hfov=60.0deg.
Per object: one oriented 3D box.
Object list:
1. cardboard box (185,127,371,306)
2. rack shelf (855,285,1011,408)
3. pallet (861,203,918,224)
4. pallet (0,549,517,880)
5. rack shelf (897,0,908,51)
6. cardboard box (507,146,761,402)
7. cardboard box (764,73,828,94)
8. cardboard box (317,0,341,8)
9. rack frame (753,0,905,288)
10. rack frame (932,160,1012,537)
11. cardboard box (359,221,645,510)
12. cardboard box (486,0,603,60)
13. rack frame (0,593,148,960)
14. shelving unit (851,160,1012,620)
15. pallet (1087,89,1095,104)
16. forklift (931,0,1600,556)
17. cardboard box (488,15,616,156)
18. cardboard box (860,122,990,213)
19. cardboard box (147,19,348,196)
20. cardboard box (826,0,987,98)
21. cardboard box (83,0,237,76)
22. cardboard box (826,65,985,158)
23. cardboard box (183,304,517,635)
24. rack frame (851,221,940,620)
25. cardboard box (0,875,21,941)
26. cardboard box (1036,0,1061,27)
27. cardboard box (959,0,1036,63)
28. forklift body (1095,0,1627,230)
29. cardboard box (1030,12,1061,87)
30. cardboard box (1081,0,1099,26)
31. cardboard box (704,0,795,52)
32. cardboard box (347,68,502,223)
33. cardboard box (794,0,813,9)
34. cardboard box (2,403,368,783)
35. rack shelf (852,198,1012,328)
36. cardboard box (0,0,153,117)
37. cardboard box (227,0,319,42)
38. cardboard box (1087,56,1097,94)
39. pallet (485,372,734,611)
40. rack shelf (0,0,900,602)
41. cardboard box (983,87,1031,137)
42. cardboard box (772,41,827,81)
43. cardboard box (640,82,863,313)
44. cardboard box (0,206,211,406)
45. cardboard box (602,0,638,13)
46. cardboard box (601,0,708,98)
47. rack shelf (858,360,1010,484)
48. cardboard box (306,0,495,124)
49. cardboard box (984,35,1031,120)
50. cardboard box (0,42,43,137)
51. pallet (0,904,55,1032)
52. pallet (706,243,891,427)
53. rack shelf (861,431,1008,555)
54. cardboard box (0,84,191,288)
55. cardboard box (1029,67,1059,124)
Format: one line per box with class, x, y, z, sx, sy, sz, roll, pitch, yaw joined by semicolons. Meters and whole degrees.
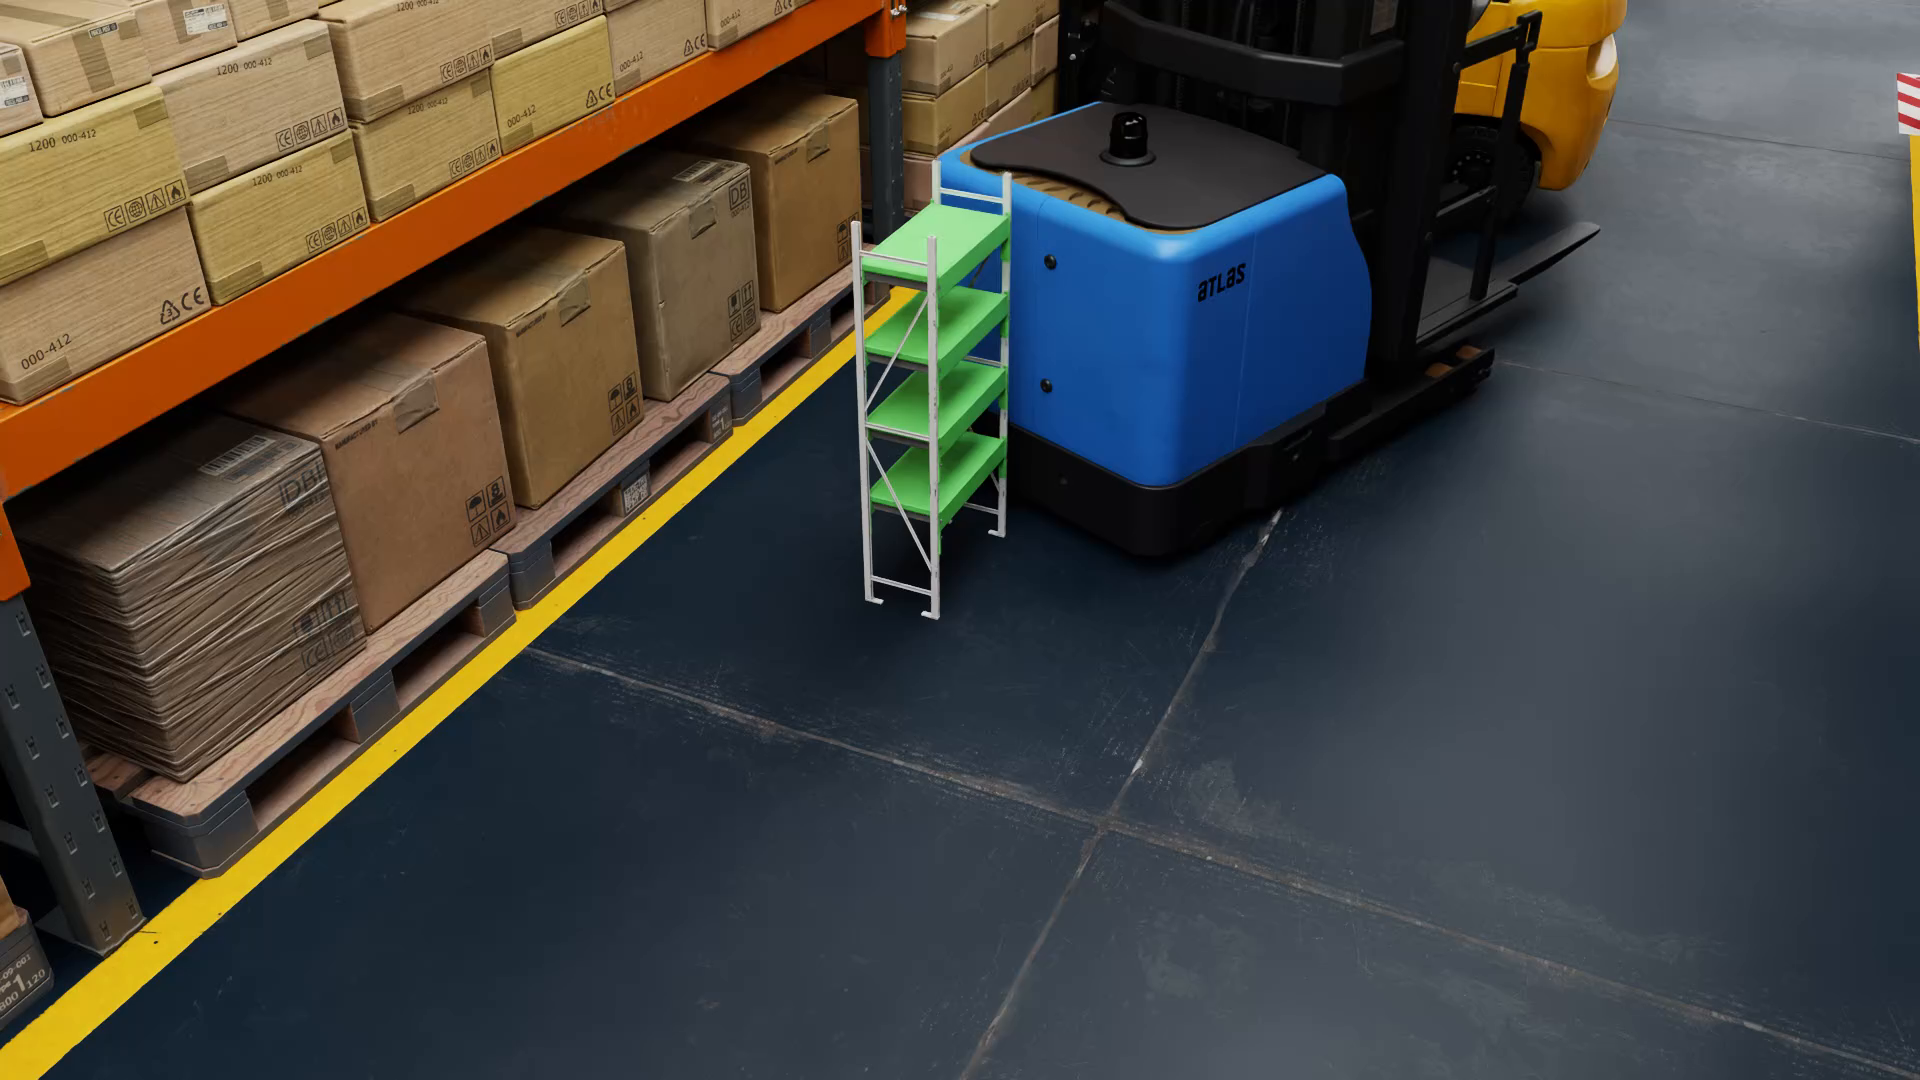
cardboard box;-1.755;-0.795;3.864;0.500;0.250;0.500;13;36;19
rack shelf;-0.069;-0.567;4.699;0.258;0.148;0.480;14;36;20
pallet;-0.333;-1.656;7.583;1.003;0.211;1.213;14;36;20
pallet;-1.997;0.322;4.567;1.003;0.211;1.213;14;36;20
rack shelf;0.133;-3.131;7.945;1.077;0.370;4.000;14;36;20
cardboard box;-1.244;-0.971;5.778;0.875;0.625;0.625;14;36;20
cardboard box;-0.686;-1.960;7.172;0.500;0.250;0.500;13;36;19
cardboard box;-1.606;-1.380;3.936;0.380;0.149;0.250;15;36;21
rack frame;-0.704;-2.436;6.229;1.000;3.000;0.127;14;36;20
rack frame;0.033;-0.541;4.981;0.240;1.200;0.015;14;36;20
cardboard box;-1.556;-0.596;5.206;0.875;0.625;0.625;13;35;19
cardboard box;-1.333;-1.520;4.514;0.500;0.250;0.500;15;36;21
rack frame;-2.377;-0.443;3.191;1.000;3.000;0.127;14;36;20
shelving unit;-0.069;-0.419;4.795;0.258;1.200;0.503;14;36;20
pallet;0.176;-2.266;8.513;1.003;0.211;1.213;14;36;20
forklift;1.303;-1.875;5.437;3.031;2.935;1.130;-28;42;-36
cardboard box;-1.327;-1.311;4.651;0.500;0.250;0.500;15;36;22
cardboard box;-0.201;-1.626;7.119;0.500;0.250;0.500;15;36;21
cardboard box;-1.759;-1.004;3.726;0.500;0.250;0.500;15;36;22
cardboard box;-0.216;-2.048;6.851;0.500;0.250;0.500;14;36;20
cardboard box;-1.782;-1.115;3.532;0.380;0.149;0.250;15;36;22
cardboard box;-0.221;-1.840;6.990;0.500;0.250;0.500;14;36;20
cardboard box;-1.838;-0.261;4.695;0.875;0.625;0.625;15;36;22
rack frame;-0.171;-0.298;4.610;0.240;1.200;0.015;14;36;20
cardboard box;-2.359;0.686;3.364;0.500;0.500;0.500;15;36;22
cardboard box;0.204;-2.551;7.618;0.500;0.250;0.500;15;36;22
cardboard box;0.007;-2.301;7.236;0.500;0.250;0.500;14;36;21
forklift body;1.833;-2.710;7.421;2.313;2.155;1.214;14;36;20
cardboard box;0.209;-2.339;7.751;0.500;0.250;0.500;14;36;20
cardboard box;0.421;-2.591;8.134;0.500;0.250;0.500;14;36;20
cardboard box;-0.882;-1.810;5.412;0.500;0.250;0.500;14;36;20
cardboard box;-1.546;-1.053;4.257;0.500;0.250;0.500;13;35;19
cardboard box;-0.677;-2.062;5.796;0.500;0.250;0.500;15;36;22
cardboard box;-2.104;0.067;4.196;0.875;0.625;0.625;15;36;22
rack shelf;-0.069;-0.767;4.567;0.258;0.148;0.480;14;36;20
cardboard box;-1.866;-0.981;3.328;0.380;0.149;0.250;15;36;22
cardboard box;-1.684;-1.248;3.735;0.380;0.149;0.250;15;36;21
cardboard box;0.429;-2.391;8.285;0.500;0.250;0.500;15;36;22
pallet;-1.486;-0.284;5.490;1.003;0.211;1.213;14;36;20
rack shelf;-1.541;-1.139;4.907;1.077;0.370;4.000;14;36;20
cardboard box;-0.002;-1.883;7.510;0.500;0.250;0.500;13;36;19
cardboard box;-0.674;-2.169;7.035;0.500;0.250;0.500;15;36;21
cardboard box;-0.912;-1.356;6.365;0.875;0.625;0.625;16;36;23
cardboard box;-1.970;-0.546;3.483;0.500;0.250;0.500;14;36;21
cardboard box;-1.105;-1.768;4.891;0.500;0.250;0.500;15;36;21
cardboard box;-1.118;-1.570;5.045;0.500;0.250;0.500;14;36;21
rack shelf;-0.069;-0.366;4.830;0.258;0.148;0.480;14;36;20
cardboard box;-1.524;-1.260;4.117;0.500;0.250;0.500;13;36;19
cardboard box;-0.012;-2.092;7.373;0.500;0.250;0.500;14;36;20
cardboard box;-1.976;-0.848;3.124;0.380;0.149;0.250;15;36;22
pallet;-2.724;1.086;3.401;1.003;0.211;1.213;14;36;20
pallet;-0.977;-0.894;6.420;1.003;0.211;1.213;14;36;20
rack shelf;-0.069;-0.165;4.962;0.258;0.148;0.480;14;36;20
cardboard box;-1.947;-0.749;3.337;0.500;0.250;0.500;14;36;20
cardboard box;0.198;-2.142;7.906;0.500;0.250;0.500;15;36;21
